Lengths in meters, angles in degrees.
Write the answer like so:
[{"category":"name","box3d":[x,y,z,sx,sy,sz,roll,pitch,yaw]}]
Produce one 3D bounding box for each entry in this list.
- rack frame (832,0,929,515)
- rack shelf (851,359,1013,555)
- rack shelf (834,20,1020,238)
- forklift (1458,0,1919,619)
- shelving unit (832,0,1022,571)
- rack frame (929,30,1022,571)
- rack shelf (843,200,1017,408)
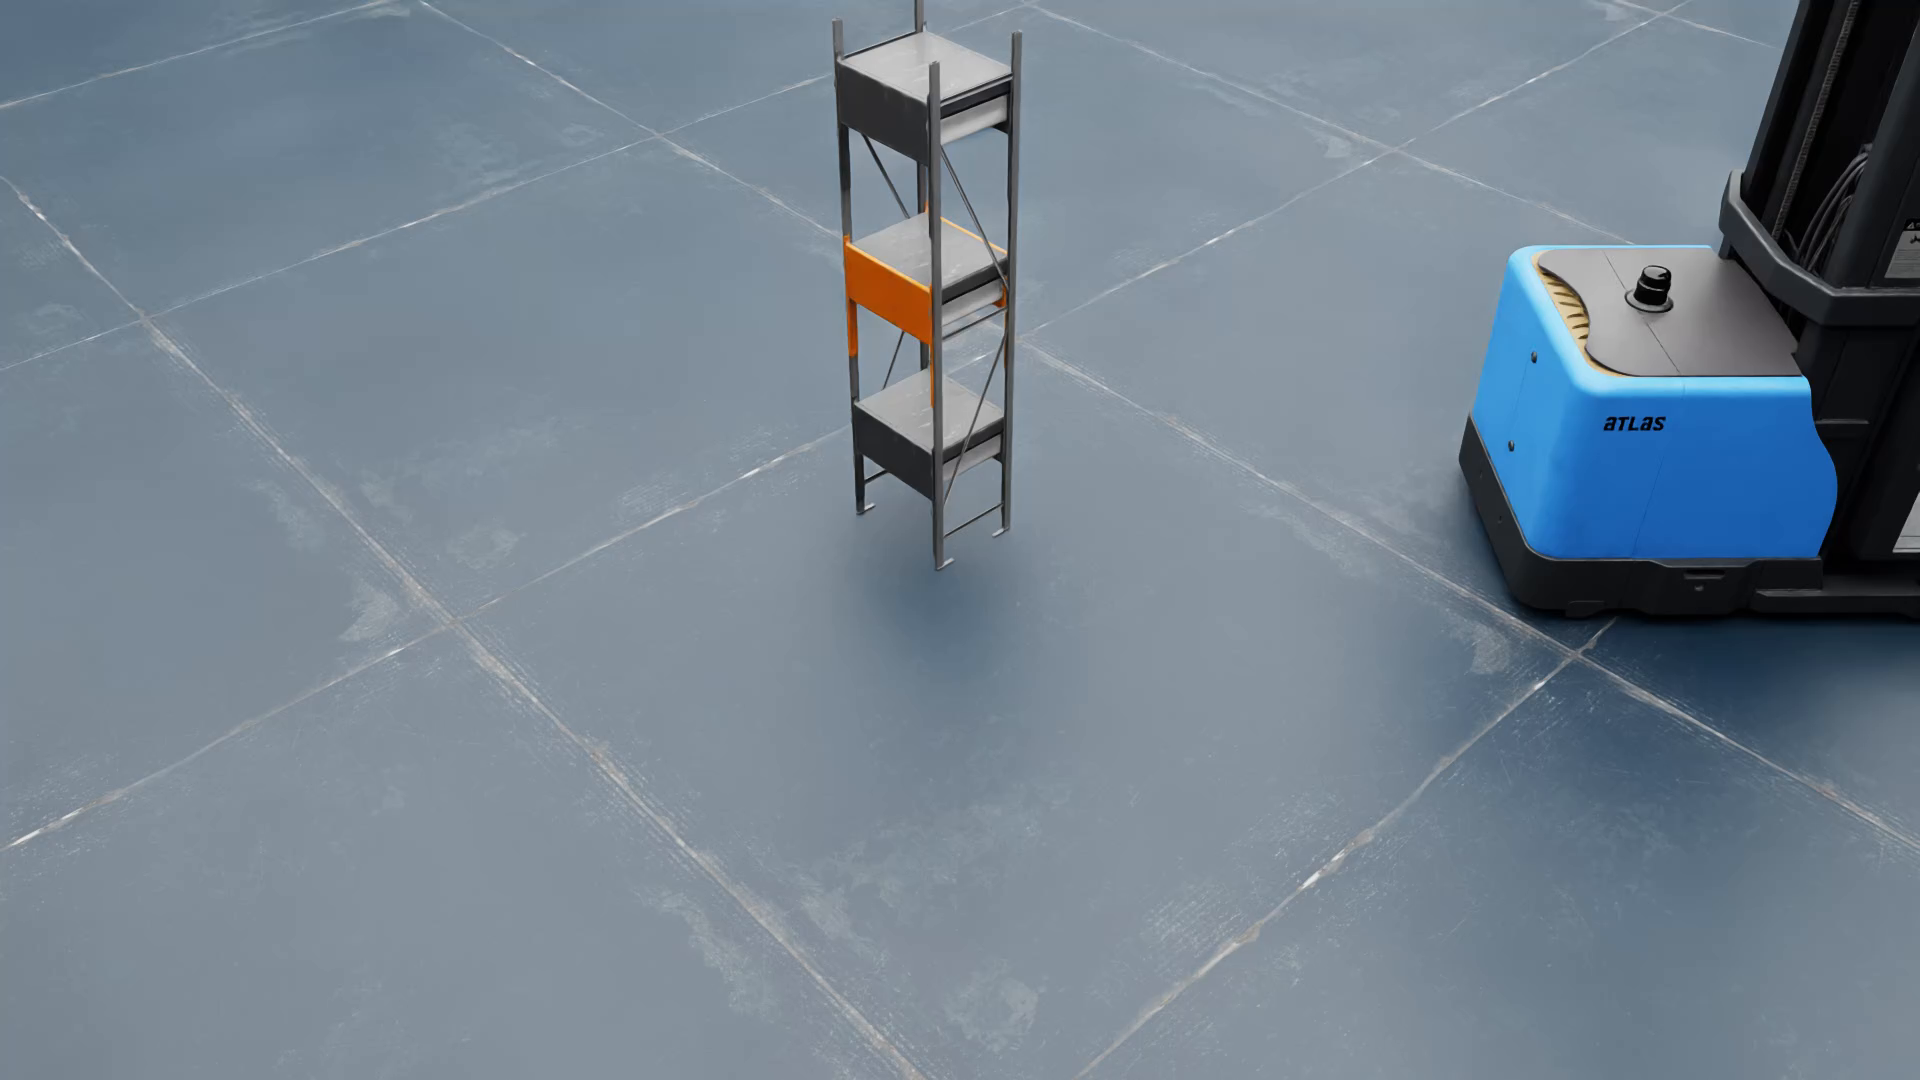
[{"category":"rack frame","box3d":[-0.277,-1.006,6.325,0.400,2.100,0.015,-30,48,-32]},{"category":"rack shelf","box3d":[-0.112,-0.338,6.634,0.431,0.518,0.480,-30,48,-32]},{"category":"rack shelf","box3d":[-0.112,-1.427,5.754,0.431,0.518,0.480,-30,48,-32]},{"category":"forklift","box3d":[3.630,-1.157,5.850,3.031,2.935,1.130,0,39,0]},{"category":"shelving unit","box3d":[-0.112,-0.893,6.185,0.431,2.100,0.503,-30,48,-32]},{"category":"rack frame","box3d":[0.053,-0.781,6.045,0.400,2.100,0.015,-30,48,-32]},{"category":"rack shelf","box3d":[-0.112,-0.883,6.194,0.431,0.518,0.480,-30,48,-32]}]
